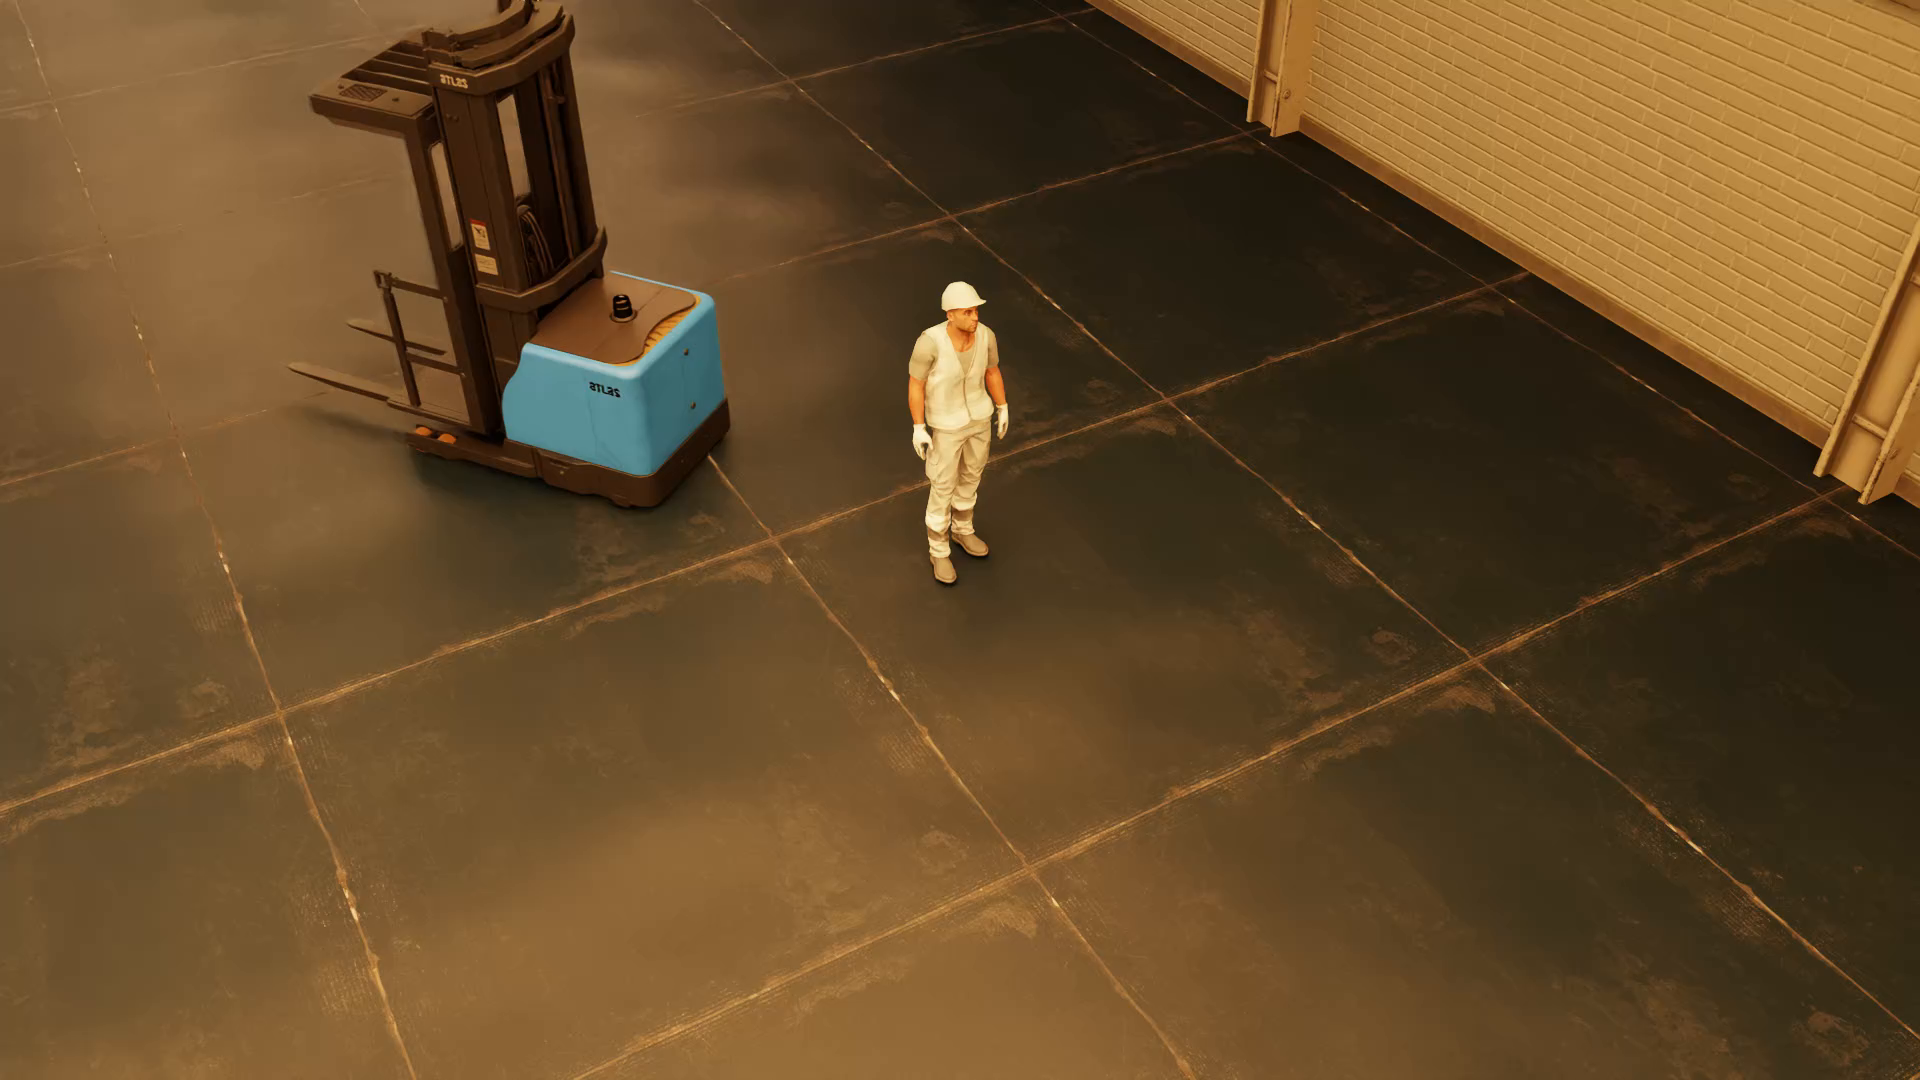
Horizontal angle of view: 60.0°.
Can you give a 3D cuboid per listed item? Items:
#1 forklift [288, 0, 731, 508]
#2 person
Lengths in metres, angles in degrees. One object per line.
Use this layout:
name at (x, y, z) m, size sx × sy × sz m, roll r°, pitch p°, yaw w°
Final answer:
forklift at (-3.100, -1.952, 10.390) m, size 3.031 × 2.935 × 1.130 m, roll 16°, pitch 42°, yaw 18°
person at (0.030, -0.645, 9.700) m, size 0.638 × 1.782 × 0.564 m, roll -20°, pitch 44°, yaw -23°
